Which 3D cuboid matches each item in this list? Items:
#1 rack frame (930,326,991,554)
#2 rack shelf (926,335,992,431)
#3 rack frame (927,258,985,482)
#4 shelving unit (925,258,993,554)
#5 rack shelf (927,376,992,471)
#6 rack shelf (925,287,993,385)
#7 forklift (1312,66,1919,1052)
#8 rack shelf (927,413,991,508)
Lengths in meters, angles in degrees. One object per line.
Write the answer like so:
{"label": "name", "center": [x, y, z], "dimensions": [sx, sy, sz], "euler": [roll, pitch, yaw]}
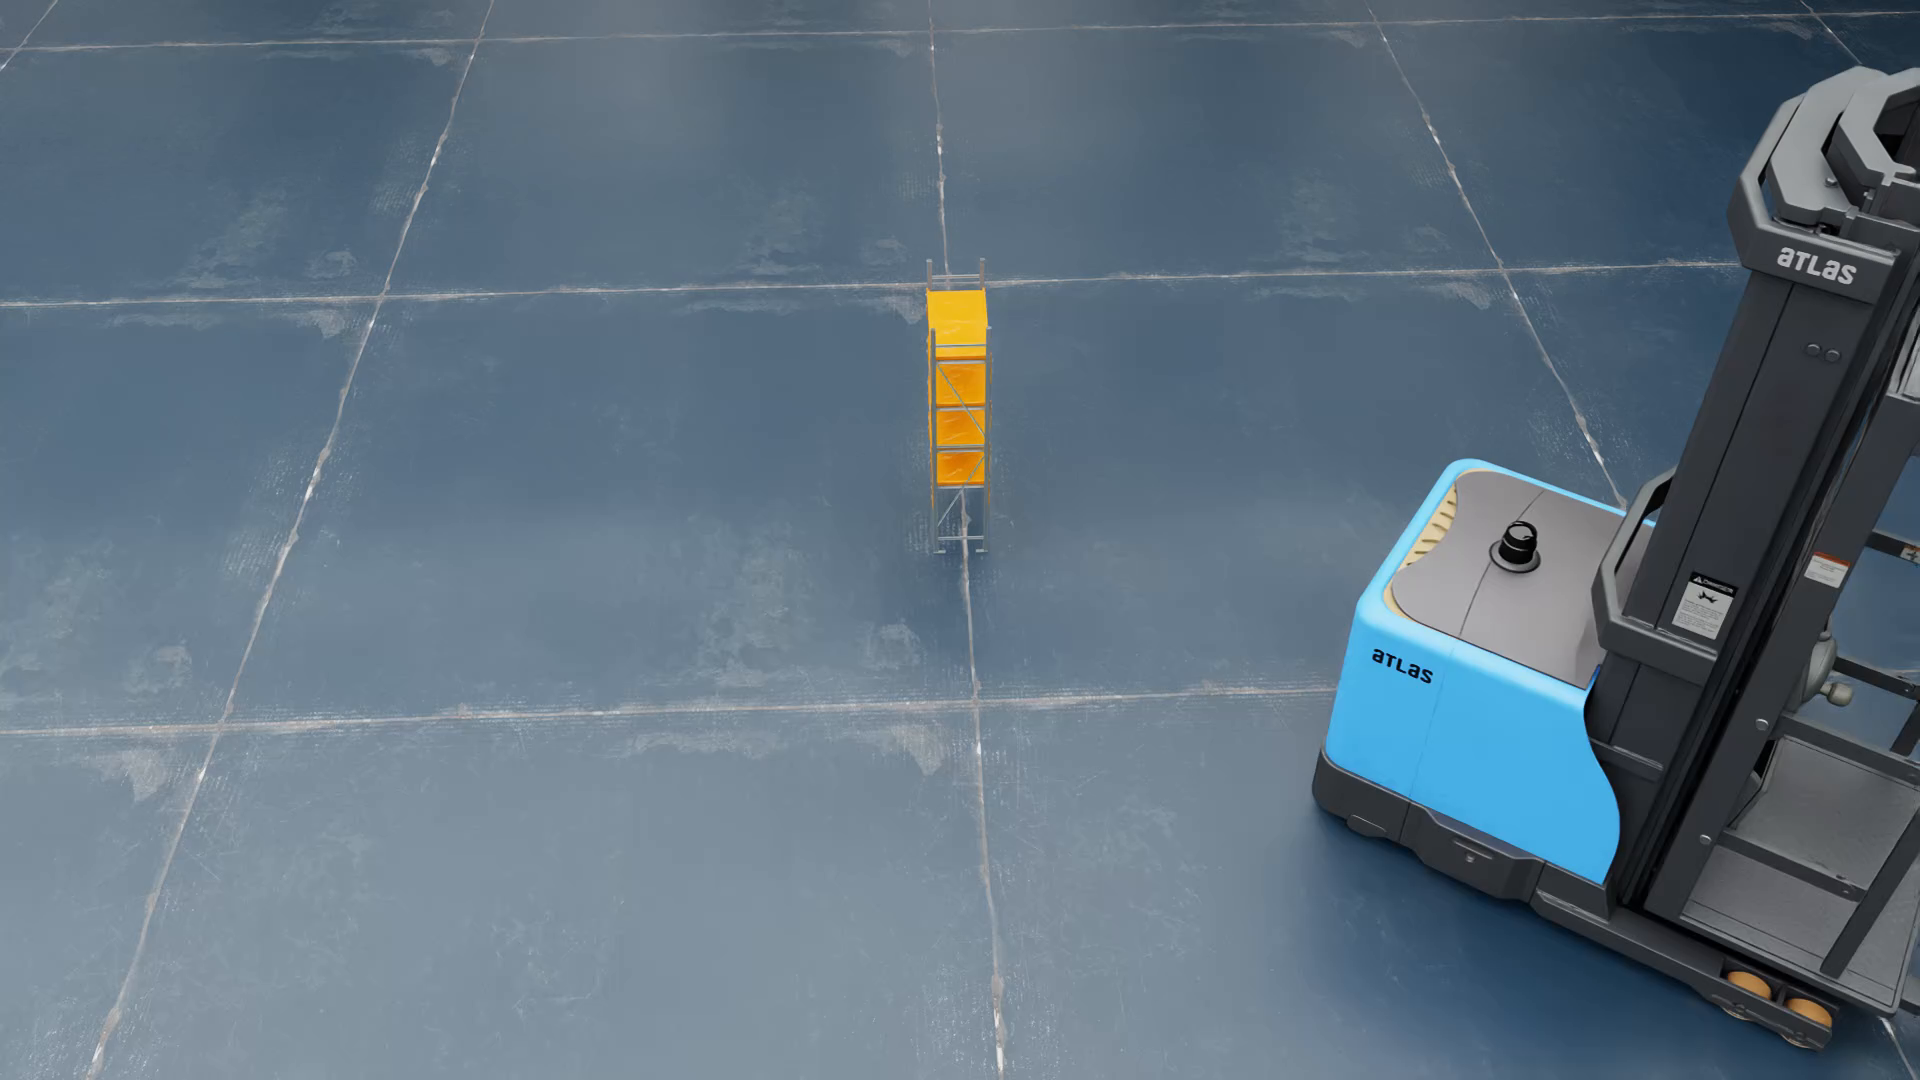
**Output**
{"label": "rack frame", "center": [0.003, -0.389, 6.936], "dimensions": [0.240, 1.200, 0.015], "euler": [-2, 43, -2]}
{"label": "rack shelf", "center": [-0.007, -0.669, 7.010], "dimensions": [0.258, 0.148, 0.480], "euler": [-2, 43, -2]}
{"label": "rack frame", "center": [-0.017, -0.719, 7.296], "dimensions": [0.240, 1.200, 0.015], "euler": [-2, 43, -2]}
{"label": "shelving unit", "center": [-0.007, -0.554, 7.116], "dimensions": [0.258, 1.200, 0.503], "euler": [-2, 43, -2]}
{"label": "rack shelf", "center": [-0.007, -0.504, 7.162], "dimensions": [0.258, 0.148, 0.480], "euler": [-2, 43, -2]}
{"label": "rack shelf", "center": [-0.007, -0.844, 6.851], "dimensions": [0.258, 0.148, 0.480], "euler": [-2, 43, -2]}
{"label": "forklift", "center": [2.841, 0.198, 5.015], "dimensions": [3.031, 2.935, 1.130], "euler": [23, 47, 23]}
{"label": "rack shelf", "center": [-0.007, -0.358, 7.296], "dimensions": [0.258, 0.148, 0.480], "euler": [-2, 43, -2]}
